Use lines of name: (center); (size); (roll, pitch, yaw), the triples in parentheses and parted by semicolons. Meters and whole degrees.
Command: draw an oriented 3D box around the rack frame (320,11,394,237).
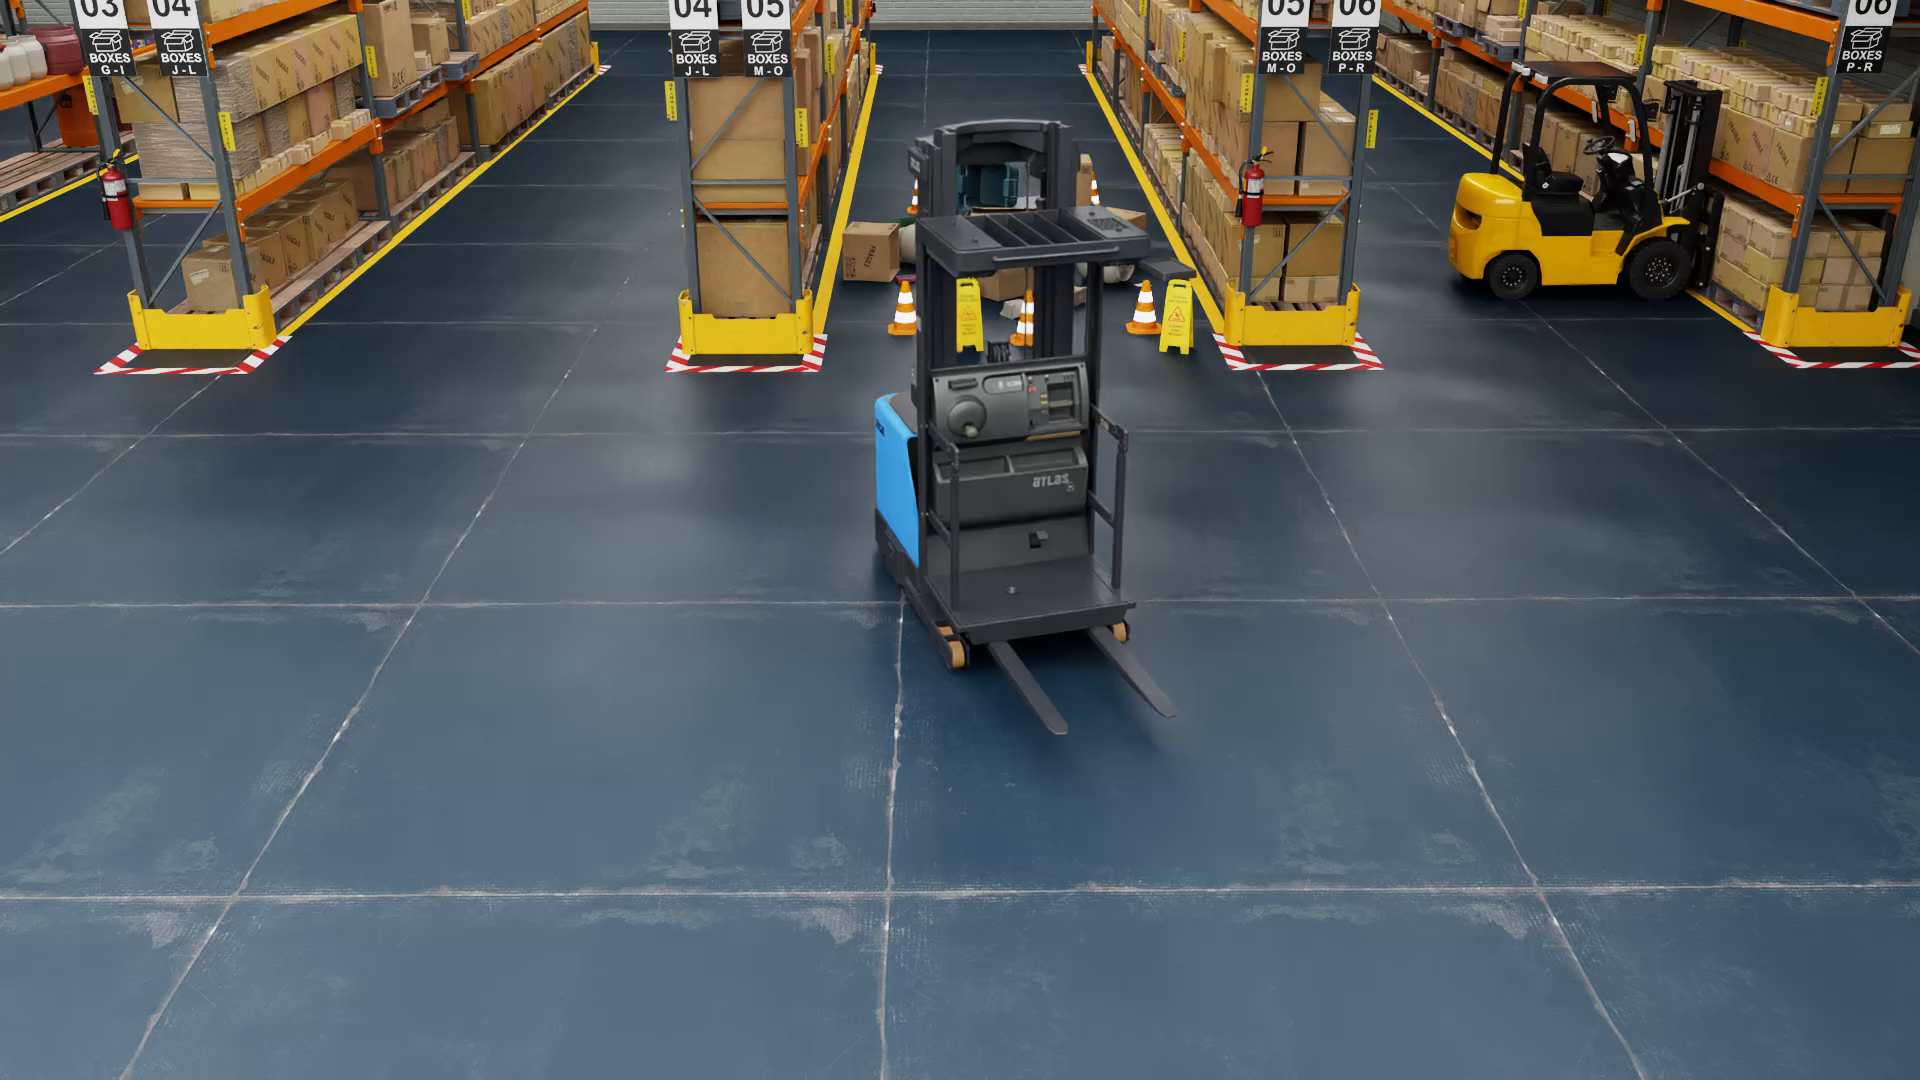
rack frame: (-6.923, -4.783, 18.185); (1.000, 3.000, 0.127); (0, 24, -1)

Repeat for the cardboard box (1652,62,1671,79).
cardboard box: (7.690, -5.060, 17.889); (0.380, 0.149, 0.250); (-1, 24, -1)

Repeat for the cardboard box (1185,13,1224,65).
cardboard box: (2.774, -5.282, 17.593); (0.700, 0.500, 0.500); (-1, 24, -1)

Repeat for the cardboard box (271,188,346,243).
cardboard box: (-6.945, -3.434, 17.727); (0.500, 0.500, 0.500); (8, 25, 16)

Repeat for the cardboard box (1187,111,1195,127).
cardboard box: (2.669, -4.582, 18.045); (0.380, 0.149, 0.250); (0, 24, -1)

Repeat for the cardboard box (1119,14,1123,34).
cardboard box: (2.647, -7.660, 24.728); (0.500, 0.250, 0.500); (-1, 24, -2)

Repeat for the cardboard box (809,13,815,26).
cardboard box: (-1.982, -5.681, 18.837); (0.700, 0.500, 0.500); (-1, 24, -1)

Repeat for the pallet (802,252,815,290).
pallet: (-2.016, -2.675, 16.909); (1.003, 0.211, 1.213); (0, 24, -1)

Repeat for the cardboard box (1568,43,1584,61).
cardboard box: (7.689, -5.843, 20.103); (0.500, 0.250, 0.500); (0, 24, 0)

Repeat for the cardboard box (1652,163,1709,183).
cardboard box: (7.636, -3.834, 17.701); (0.500, 0.250, 0.500); (0, 24, 0)

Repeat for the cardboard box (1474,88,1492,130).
cardboard box: (7.683, -6.147, 23.725); (0.500, 0.500, 0.500); (1, 24, 2)

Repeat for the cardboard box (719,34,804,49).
cardboard box: (-2.002, -4.722, 16.559); (0.875, 0.550, 0.550); (0, 24, -1)

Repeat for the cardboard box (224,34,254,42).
cardboard box: (-7.144, -4.615, 16.118); (0.500, 0.500, 0.500); (0, 24, -1)

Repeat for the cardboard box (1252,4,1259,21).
cardboard box: (2.746, -4.577, 14.395); (0.380, 0.149, 0.250); (0, 24, 0)

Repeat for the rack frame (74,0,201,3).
rack frame: (-6.880, -5.868, 13.304); (1.000, 3.000, 0.127); (0, 24, -1)

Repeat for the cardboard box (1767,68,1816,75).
cardboard box: (8.208, -4.565, 16.435); (0.380, 0.149, 0.250); (0, 24, 1)

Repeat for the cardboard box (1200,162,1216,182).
cardboard box: (2.677, -3.784, 17.107); (0.380, 0.149, 0.250); (1, 24, 2)

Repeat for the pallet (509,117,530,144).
pallet: (-6.911, -5.987, 24.232); (1.003, 0.211, 1.213); (0, 24, -1)

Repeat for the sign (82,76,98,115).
sign: (-7.435, -3.812, 14.250); (0.100, 0.325, 0.005); (0, 24, -1)

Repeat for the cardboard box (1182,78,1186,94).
cardboard box: (2.704, -5.115, 18.715); (0.380, 0.149, 0.250); (0, 24, 0)

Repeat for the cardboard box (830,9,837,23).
cardboard box: (-1.818, -6.953, 22.056); (0.380, 0.149, 0.250); (0, 24, 0)

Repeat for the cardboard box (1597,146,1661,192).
cardboard box: (7.932, -4.176, 19.214); (0.875, 0.625, 0.625); (1, 24, 2)

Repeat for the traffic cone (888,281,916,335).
traffic cone: (-0.505, -2.185, 15.519); (0.336, 0.463, 0.334); (0, 24, -1)

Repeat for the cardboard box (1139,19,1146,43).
cardboard box: (2.683, -6.834, 22.295); (0.500, 0.250, 0.500); (0, 24, -1)

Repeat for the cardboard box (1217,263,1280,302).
cardboard box: (2.752, -2.459, 15.875); (0.500, 0.250, 0.500); (0, 24, -1)

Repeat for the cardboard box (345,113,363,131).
cardboard box: (-6.634, -4.478, 17.816); (0.380, 0.149, 0.250); (0, 24, -1)

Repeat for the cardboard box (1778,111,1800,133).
cardboard box: (7.677, -3.791, 15.083); (0.380, 0.149, 0.250); (0, 24, 0)

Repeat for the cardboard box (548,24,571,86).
cardboard box: (-6.948, -7.946, 27.247); (0.875, 0.875, 0.875); (0, 24, -1)

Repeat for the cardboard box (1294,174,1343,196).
cardboard box: (3.233, -3.206, 15.003); (0.380, 0.149, 0.250); (0, 24, 0)

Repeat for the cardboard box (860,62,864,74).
cardboard box: (-1.784, -7.772, 27.383); (0.380, 0.149, 0.250); (0, 24, -1)

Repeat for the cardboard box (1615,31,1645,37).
cardboard box: (8.148, -6.075, 20.133); (0.380, 0.149, 0.250); (0, 24, 1)

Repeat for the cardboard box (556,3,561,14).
cardboard box: (-6.696, -8.622, 26.979); (0.380, 0.149, 0.250); (0, 24, 0)

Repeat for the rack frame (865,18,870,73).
rack frame: (-2.094, -9.708, 29.075); (1.000, 3.000, 0.127); (0, 24, -1)

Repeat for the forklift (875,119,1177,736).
forklift: (0.362, -0.772, 9.400); (1.130, 2.935, 3.031); (-7, 25, -16)

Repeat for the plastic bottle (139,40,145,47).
plastic bottle: (-11.616, -7.104, 23.467); (0.152, 0.276, 0.135); (0, 24, -1)

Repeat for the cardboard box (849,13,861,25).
cardboard box: (-1.726, -8.064, 25.744); (0.380, 0.149, 0.250); (1, 24, 1)

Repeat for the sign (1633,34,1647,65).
sign: (7.407, -5.336, 18.100); (0.100, 0.325, 0.005); (0, 24, -1)

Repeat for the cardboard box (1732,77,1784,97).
cardboard box: (7.664, -4.352, 15.962); (0.380, 0.149, 0.250); (0, 24, 0)

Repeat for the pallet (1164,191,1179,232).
pallet: (2.976, -3.878, 19.568); (1.003, 0.211, 1.213); (0, 24, -1)

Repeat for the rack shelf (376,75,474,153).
rack shelf: (-6.945, -5.279, 20.156); (1.077, 0.370, 4.000); (0, 24, -1)

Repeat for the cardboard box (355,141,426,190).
cardboard box: (-6.902, -4.525, 20.114); (0.700, 0.500, 0.500); (-2, 24, -5)

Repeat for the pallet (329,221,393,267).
pallet: (-6.881, -3.236, 18.148); (1.003, 0.211, 1.213); (0, 24, -1)

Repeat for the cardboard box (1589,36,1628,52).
cardboard box: (7.680, -5.859, 19.655); (0.380, 0.149, 0.250); (0, 24, 0)

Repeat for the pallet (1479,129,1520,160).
pallet: (7.935, -5.537, 23.236); (1.003, 0.211, 1.213); (0, 24, -1)

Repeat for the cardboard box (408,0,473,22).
cardboard box: (-6.959, -7.235, 22.268); (0.797, 0.503, 0.637); (1, 24, 1)

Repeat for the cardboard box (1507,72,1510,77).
cardboard box: (8.184, -6.708, 24.178); (0.380, 0.149, 0.250); (-1, 24, -3)

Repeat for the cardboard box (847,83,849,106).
cardboard box: (-1.772, -6.091, 22.691); (0.500, 0.250, 0.500); (-1, 24, -3)

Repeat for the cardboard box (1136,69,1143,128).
cardboard box: (3.012, -6.351, 23.722); (0.875, 0.875, 0.875); (0, 24, 0)

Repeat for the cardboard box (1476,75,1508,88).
cardboard box: (7.661, -6.596, 23.931); (0.380, 0.149, 0.250); (-1, 24, -3)

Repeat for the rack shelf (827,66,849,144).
rack shelf: (-1.984, -5.260, 20.113); (1.077, 0.370, 4.000); (0, 24, -1)

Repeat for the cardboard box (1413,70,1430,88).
cardboard box: (7.558, -7.469, 26.932); (0.396, 0.266, 0.258); (1, 24, 1)

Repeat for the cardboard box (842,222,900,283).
cardboard box: (-0.920, -2.991, 17.253); (0.500, 0.500, 0.500); (4, 25, 9)

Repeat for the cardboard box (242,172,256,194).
cardboard box: (-6.628, -3.242, 15.083); (0.380, 0.149, 0.250); (0, 24, -1)

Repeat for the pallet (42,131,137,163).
pallet: (-11.970, -5.463, 23.073); (1.003, 0.211, 1.213); (0, 24, -1)

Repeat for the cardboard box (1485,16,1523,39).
cardboard box: (7.571, -7.056, 22.883); (0.500, 0.250, 0.500); (-1, 24, -3)

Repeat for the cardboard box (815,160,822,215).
cardboard box: (-2.059, -4.185, 19.084); (1.050, 0.750, 0.750); (0, 24, -1)
